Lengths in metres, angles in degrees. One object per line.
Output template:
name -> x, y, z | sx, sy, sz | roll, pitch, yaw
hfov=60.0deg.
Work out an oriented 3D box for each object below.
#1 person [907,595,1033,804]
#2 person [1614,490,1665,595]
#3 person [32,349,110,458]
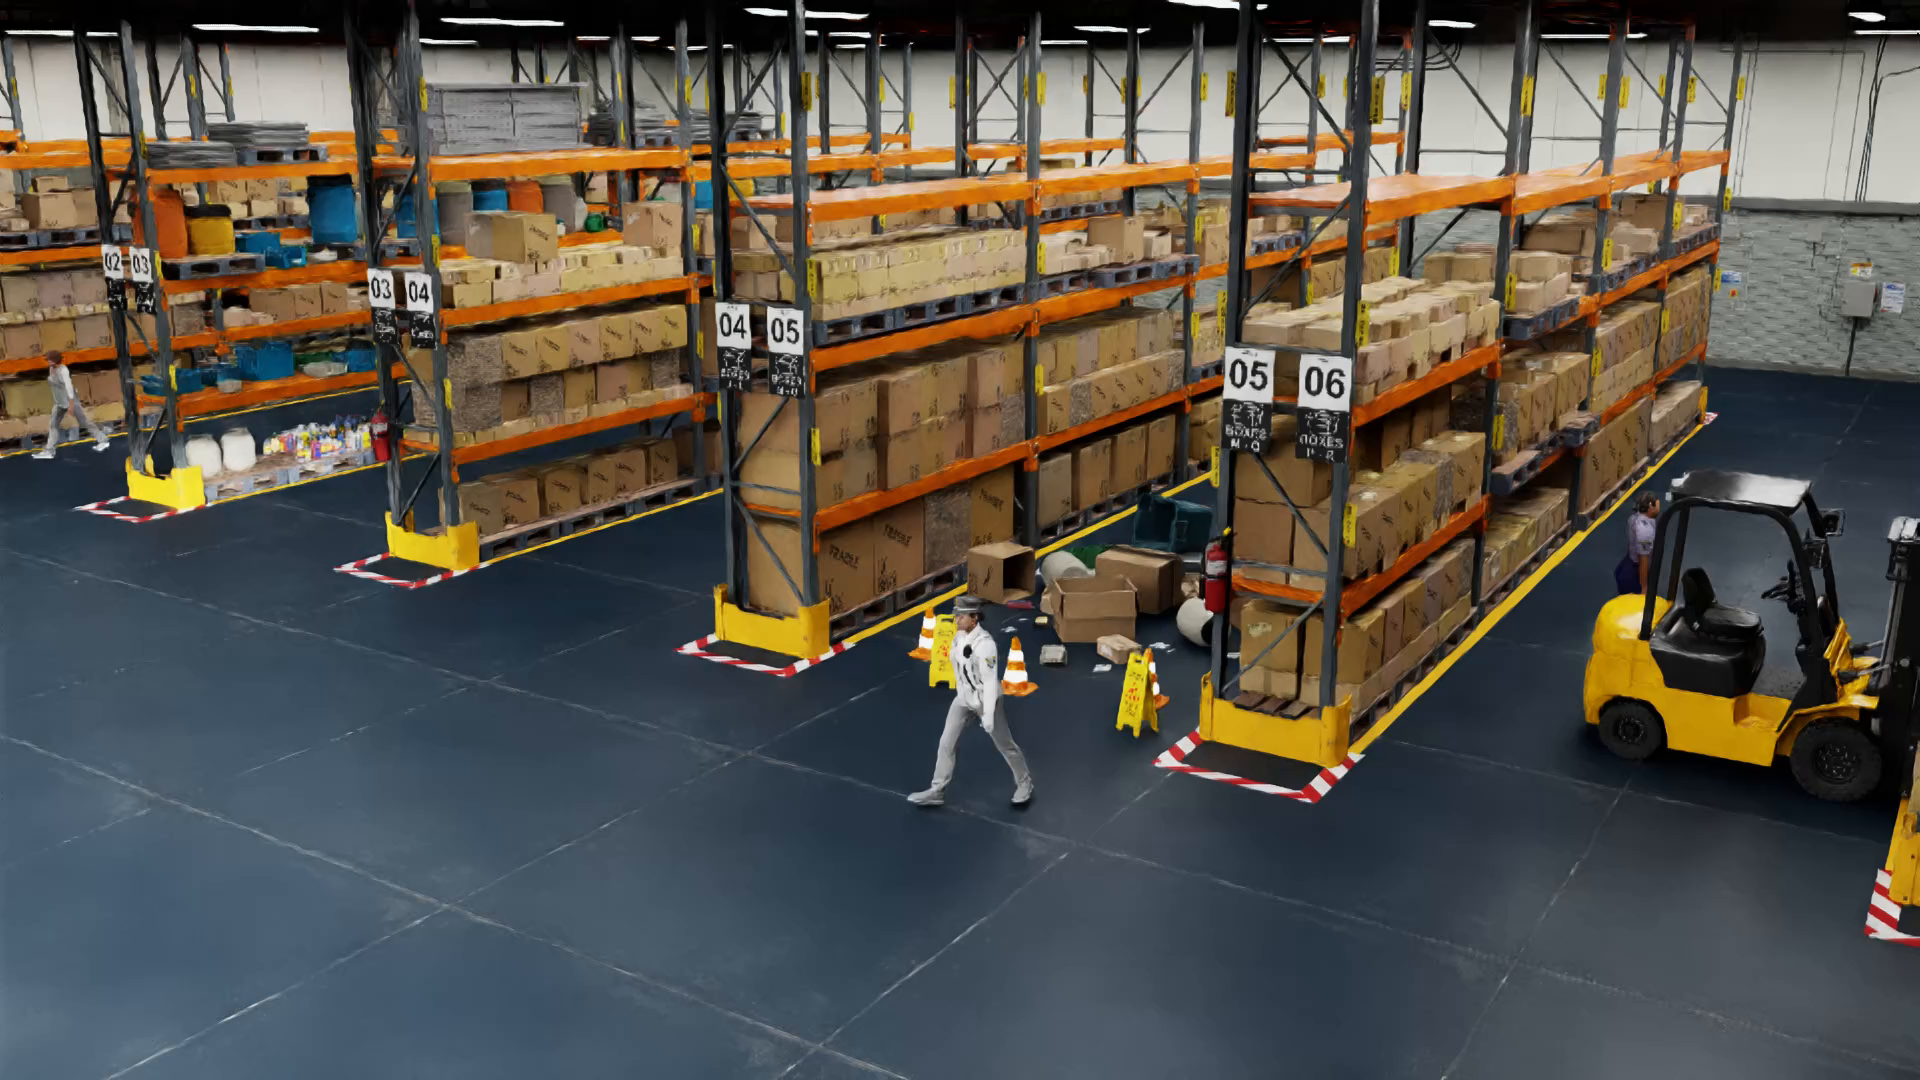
person -> 0.112, 1.156, 12.023 | 0.928, 1.622, 0.525 | -10, 18, -32
person -> 6.041, 0.364, 14.809 | 0.380, 1.640, 0.608 | 3, 16, 10
person -> -12.493, -1.924, 23.254 | 0.415, 1.517, 1.041 | 9, 18, 29
